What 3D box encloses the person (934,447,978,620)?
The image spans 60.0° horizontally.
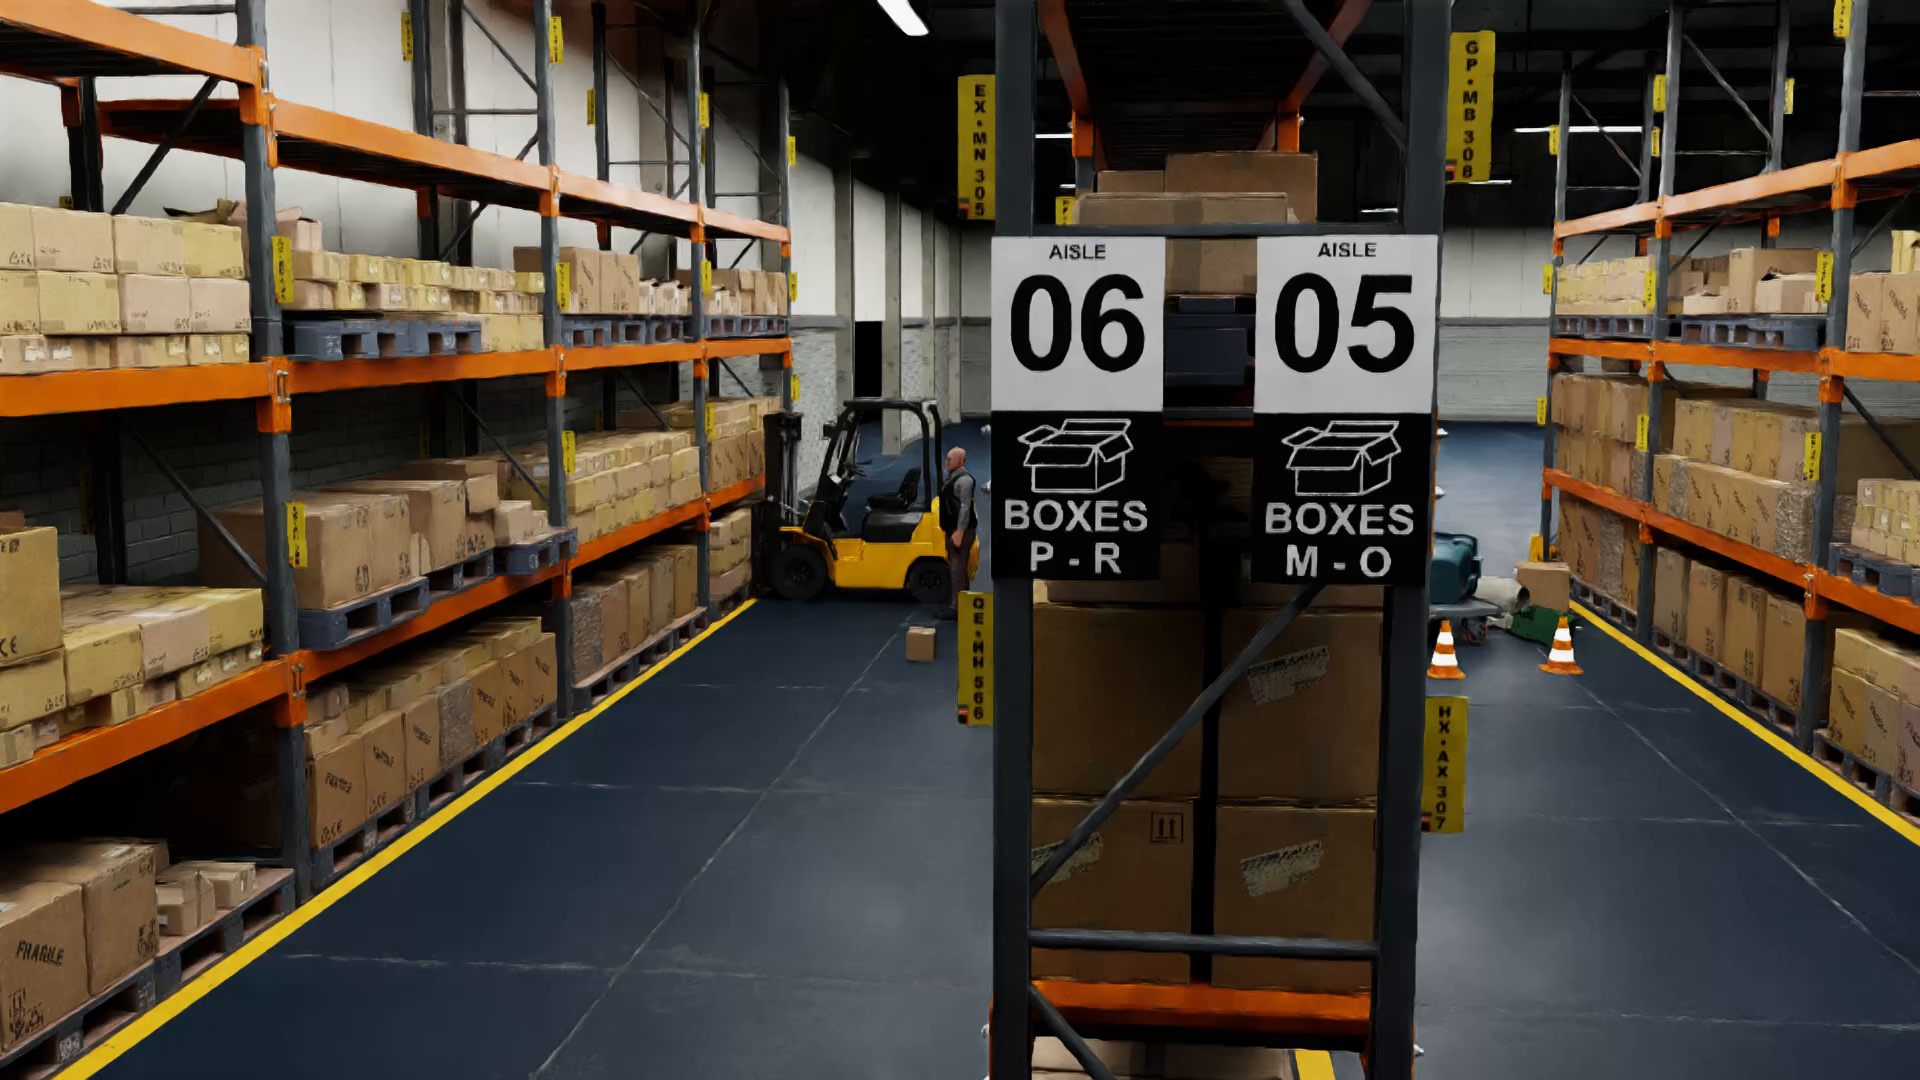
[{"bbox_3d":[-0.079,-0.067,16.684,0.470,1.730,0.588,-2,8,-18],"label":"person"}]
